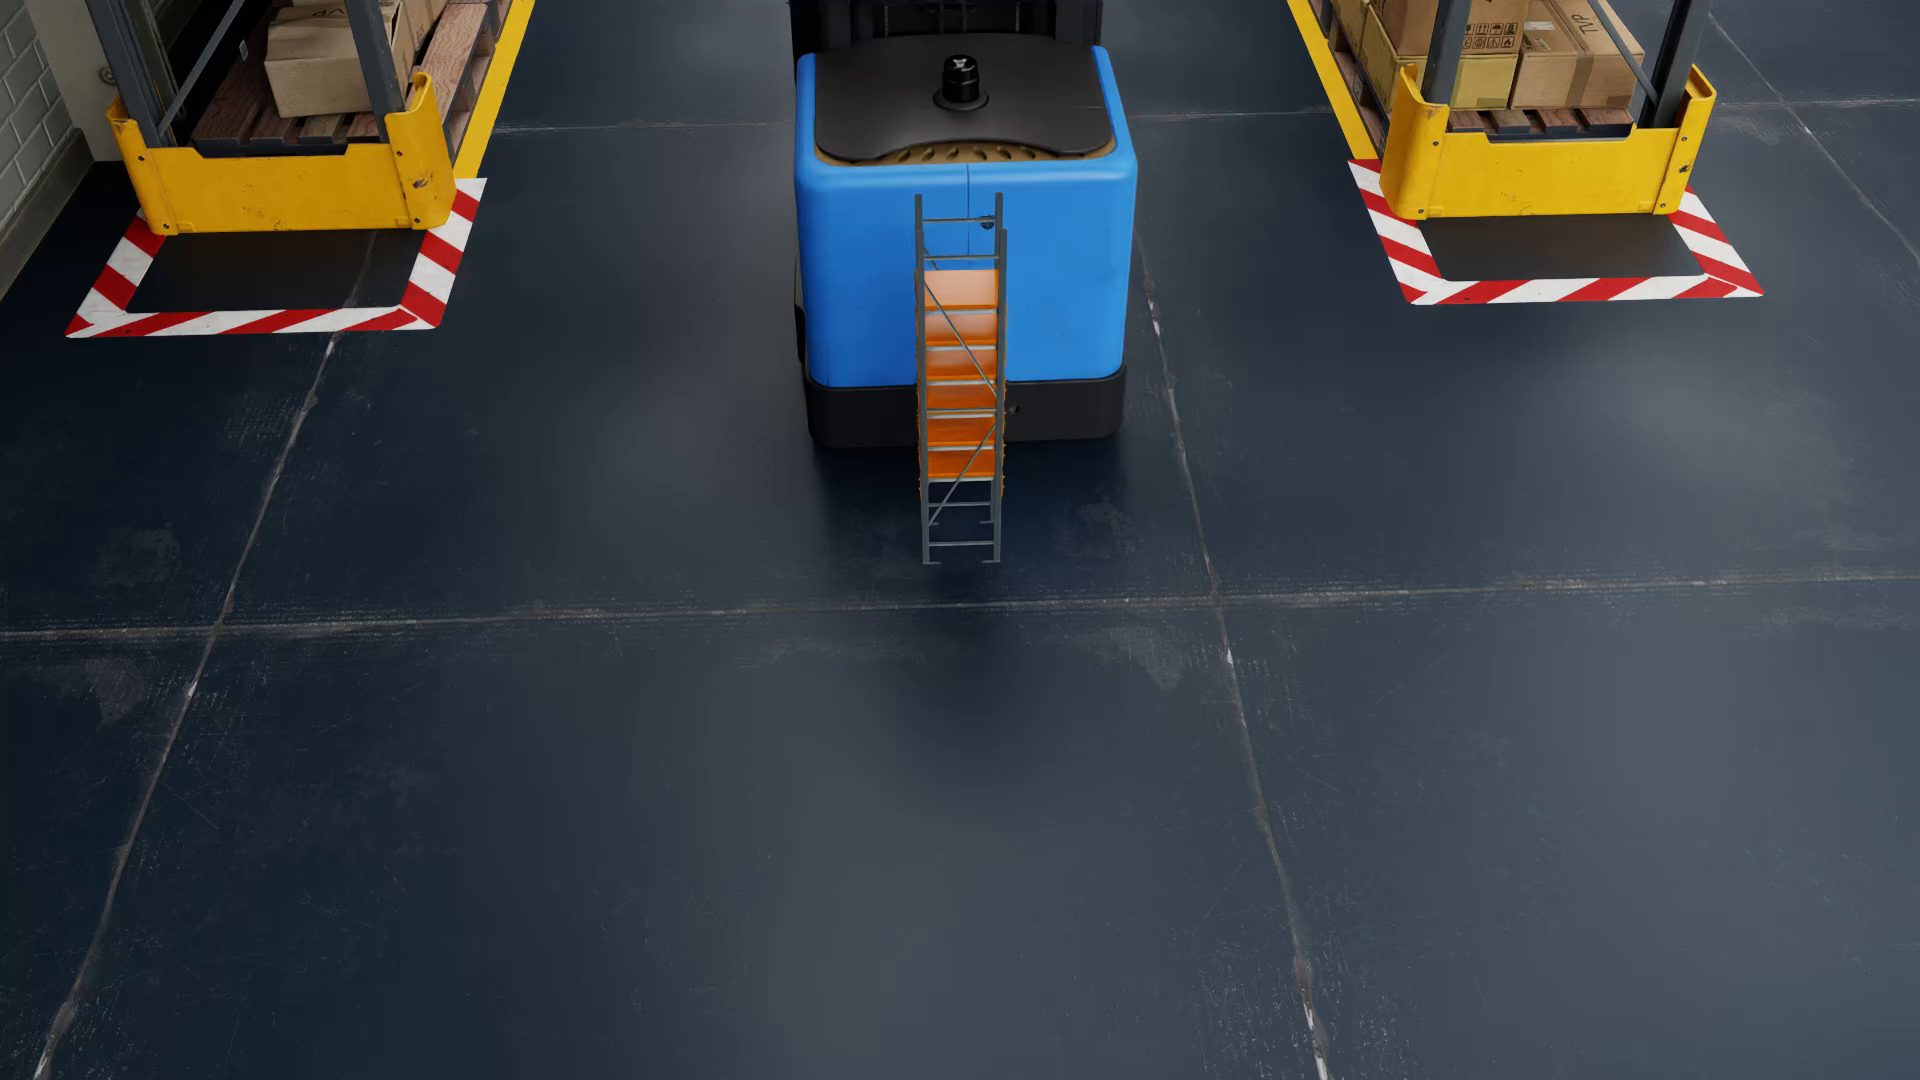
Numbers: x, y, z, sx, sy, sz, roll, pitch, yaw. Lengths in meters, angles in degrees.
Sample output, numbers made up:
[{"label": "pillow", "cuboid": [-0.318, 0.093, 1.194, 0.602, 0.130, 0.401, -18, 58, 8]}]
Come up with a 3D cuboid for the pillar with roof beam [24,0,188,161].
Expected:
[{"label": "pillar with roof beam", "cuboid": [0.772, -5.171, 4.232, 9.100, 9.000, 0.400, -2, 43, -2]}]

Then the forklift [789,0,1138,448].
[{"label": "forklift", "cuboid": [-0.063, -2.367, 5.664, 1.130, 2.935, 3.031, -2, 43, -3]}]

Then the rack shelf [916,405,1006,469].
[{"label": "rack shelf", "cuboid": [0.001, -0.311, 4.945, 0.258, 0.103, 0.180, -2, 43, -2]}]

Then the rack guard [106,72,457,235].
[{"label": "rack guard", "cuboid": [-2.638, -1.518, 6.537, 1.175, 0.500, 0.348, -2, 43, -2]}]

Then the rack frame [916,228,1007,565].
[{"label": "rack frame", "cuboid": [0.004, -0.371, 4.767, 0.240, 1.200, 0.006, -2, 43, -2]}]

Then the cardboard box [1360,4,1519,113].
[{"label": "cardboard box", "cuboid": [1.996, -2.028, 6.967, 0.500, 0.250, 0.500, -2, 43, -2]}]

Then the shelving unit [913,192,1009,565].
[{"label": "shelving unit", "cuboid": [0.001, -0.433, 4.834, 0.258, 1.200, 0.189, -2, 43, -2]}]

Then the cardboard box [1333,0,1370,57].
[{"label": "cardboard box", "cuboid": [1.963, -2.365, 7.335, 0.500, 0.250, 0.500, -2, 43, -2]}]

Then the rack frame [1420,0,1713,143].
[{"label": "rack frame", "cuboid": [2.314, -2.533, 5.794, 1.000, 3.000, 0.127, -2, 43, -2]}]

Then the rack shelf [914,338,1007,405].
[{"label": "rack shelf", "cuboid": [0.001, -0.488, 4.783, 0.258, 0.103, 0.180, -2, 43, -2]}]

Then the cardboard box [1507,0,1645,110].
[{"label": "cardboard box", "cuboid": [2.514, -2.043, 6.983, 0.500, 0.250, 0.500, -2, 43, -2]}]

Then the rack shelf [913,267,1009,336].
[{"label": "rack shelf", "cuboid": [0.001, -0.665, 4.621, 0.258, 0.103, 0.180, -2, 43, -2]}]

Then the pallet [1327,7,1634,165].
[{"label": "pallet", "cuboid": [2.240, -2.020, 7.298, 1.003, 0.211, 1.213, -2, 43, -2]}]

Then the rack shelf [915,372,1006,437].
[{"label": "rack shelf", "cuboid": [0.001, -0.400, 4.864, 0.258, 0.103, 0.180, -2, 43, -2]}]

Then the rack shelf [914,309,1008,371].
[{"label": "rack shelf", "cuboid": [0.001, -0.577, 4.702, 0.258, 0.103, 0.180, -2, 43, -2]}]

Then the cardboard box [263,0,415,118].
[{"label": "cardboard box", "cuboid": [-2.574, -2.029, 6.908, 0.500, 0.311, 0.500, -6, 43, -7]}]

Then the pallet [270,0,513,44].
[{"label": "pallet", "cuboid": [-2.686, -2.783, 8.130, 1.003, 0.211, 1.213, -2, 43, -2]}]

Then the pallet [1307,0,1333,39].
[{"label": "pallet", "cuboid": [2.191, -2.842, 8.194, 1.003, 0.211, 1.213, -2, 43, -2]}]

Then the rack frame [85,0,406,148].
[{"label": "rack frame", "cuboid": [-2.635, -2.389, 5.636, 1.000, 3.000, 0.127, -2, 43, -2]}]

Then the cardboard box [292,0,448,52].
[{"label": "cardboard box", "cuboid": [-2.599, -2.414, 7.328, 0.500, 0.311, 0.500, 2, 43, 2]}]

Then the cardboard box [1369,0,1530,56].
[{"label": "cardboard box", "cuboid": [1.994, -2.304, 6.713, 0.500, 0.500, 0.500, -2, 43, -2]}]

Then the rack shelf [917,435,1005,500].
[{"label": "rack shelf", "cuboid": [0.001, -0.223, 5.026, 0.258, 0.103, 0.180, -2, 43, -2]}]

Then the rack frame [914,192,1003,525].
[{"label": "rack frame", "cuboid": [-0.003, -0.494, 4.901, 0.240, 1.200, 0.006, -2, 43, -2]}]

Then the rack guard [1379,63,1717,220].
[{"label": "rack guard", "cuboid": [2.315, -1.596, 6.621, 1.175, 0.500, 0.348, -2, 43, -2]}]

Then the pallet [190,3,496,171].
[{"label": "pallet", "cuboid": [-2.637, -1.961, 7.234, 1.003, 0.211, 1.213, -2, 43, -2]}]

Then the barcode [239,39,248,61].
[{"label": "barcode", "cuboid": [-2.975, -2.033, 6.906, 0.001, 0.075, 0.075, -2, 43, -2]}]

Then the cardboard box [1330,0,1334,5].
[{"label": "cardboard box", "cuboid": [1.940, -2.703, 7.703, 0.500, 0.250, 0.500, -2, 43, -2]}]
